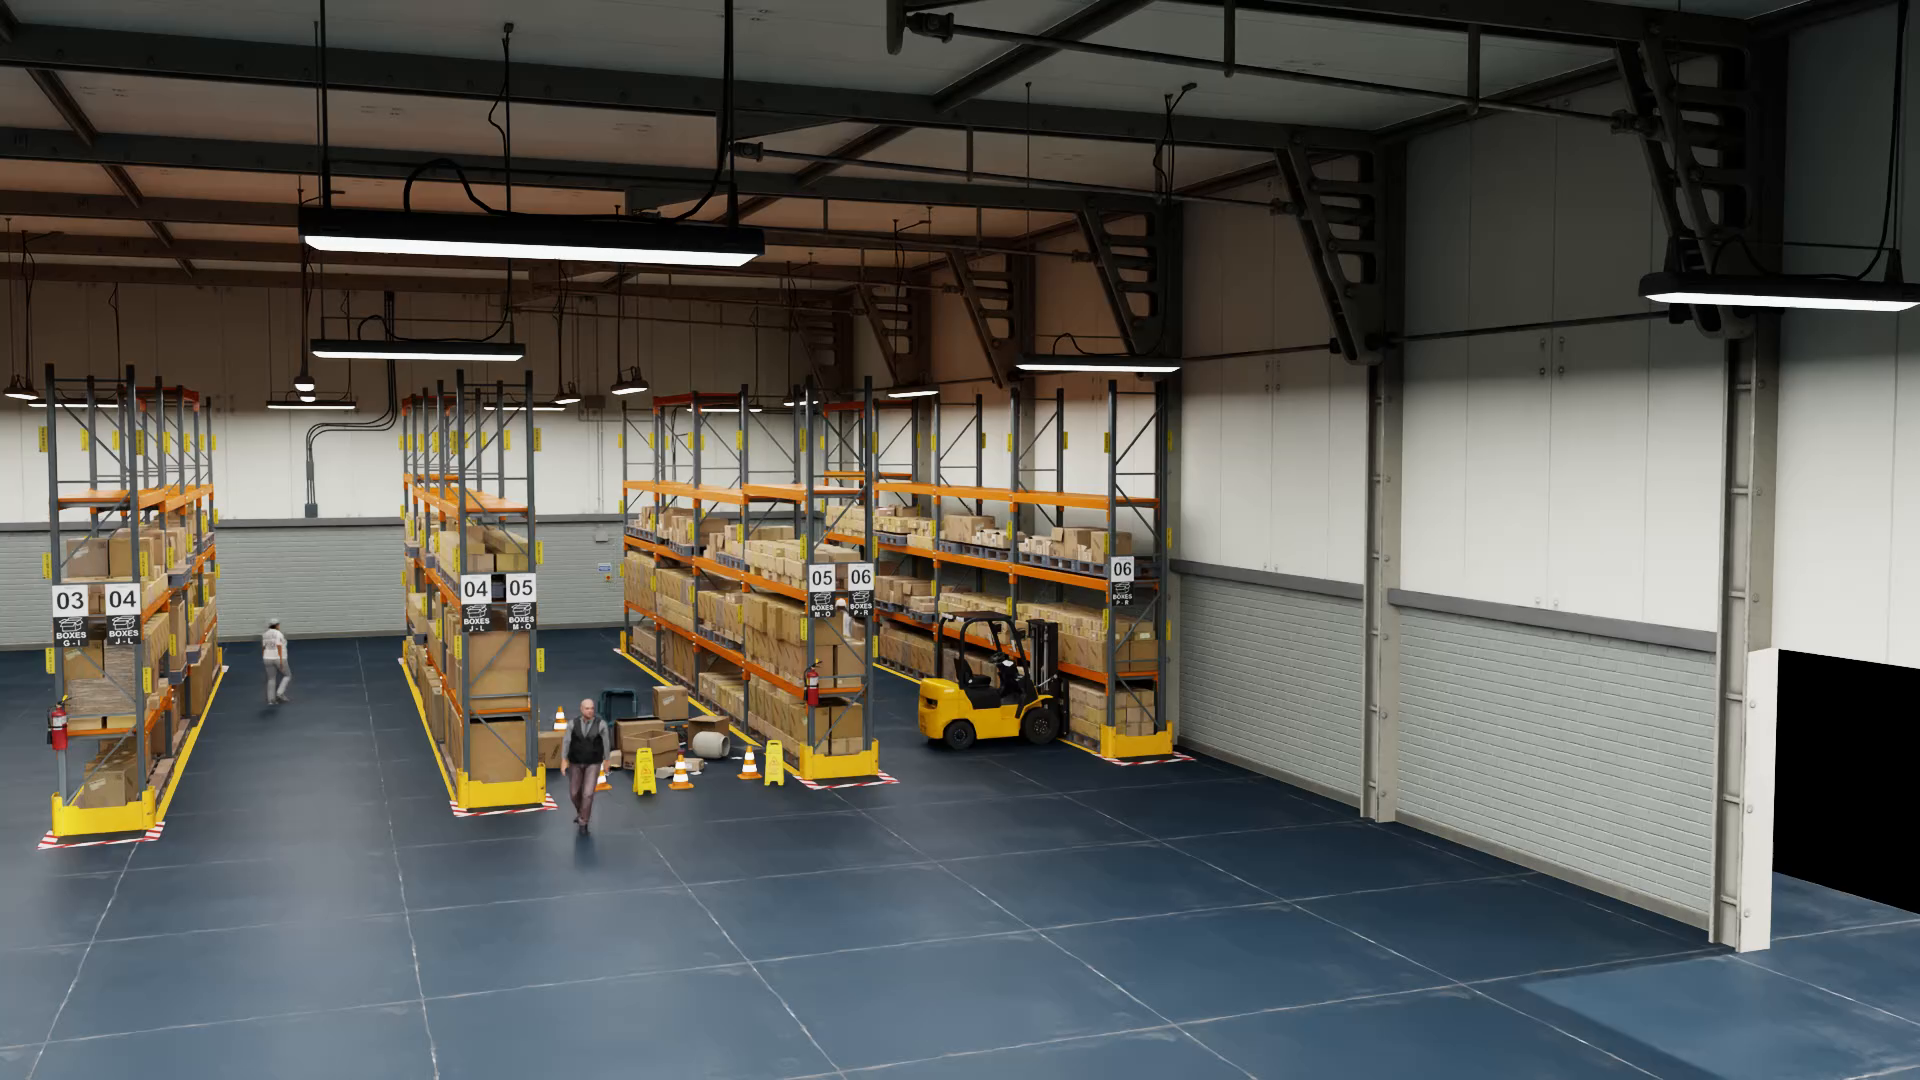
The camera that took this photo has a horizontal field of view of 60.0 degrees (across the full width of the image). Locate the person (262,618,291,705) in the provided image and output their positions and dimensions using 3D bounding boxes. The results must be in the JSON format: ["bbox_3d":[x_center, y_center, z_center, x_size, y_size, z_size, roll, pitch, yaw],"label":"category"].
[{"bbox_3d":[-13.061,2.310,31.721,0.524,1.641,0.494,0,3,1],"label":"person"}]

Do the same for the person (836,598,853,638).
[{"bbox_3d":[-2.393,2.024,32.943,0.565,1.762,0.532,-1,4,-22],"label":"person"}]

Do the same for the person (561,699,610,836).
[{"bbox_3d":[-4.836,2.913,21.512,0.610,1.730,0.721,0,3,-6],"label":"person"}]
